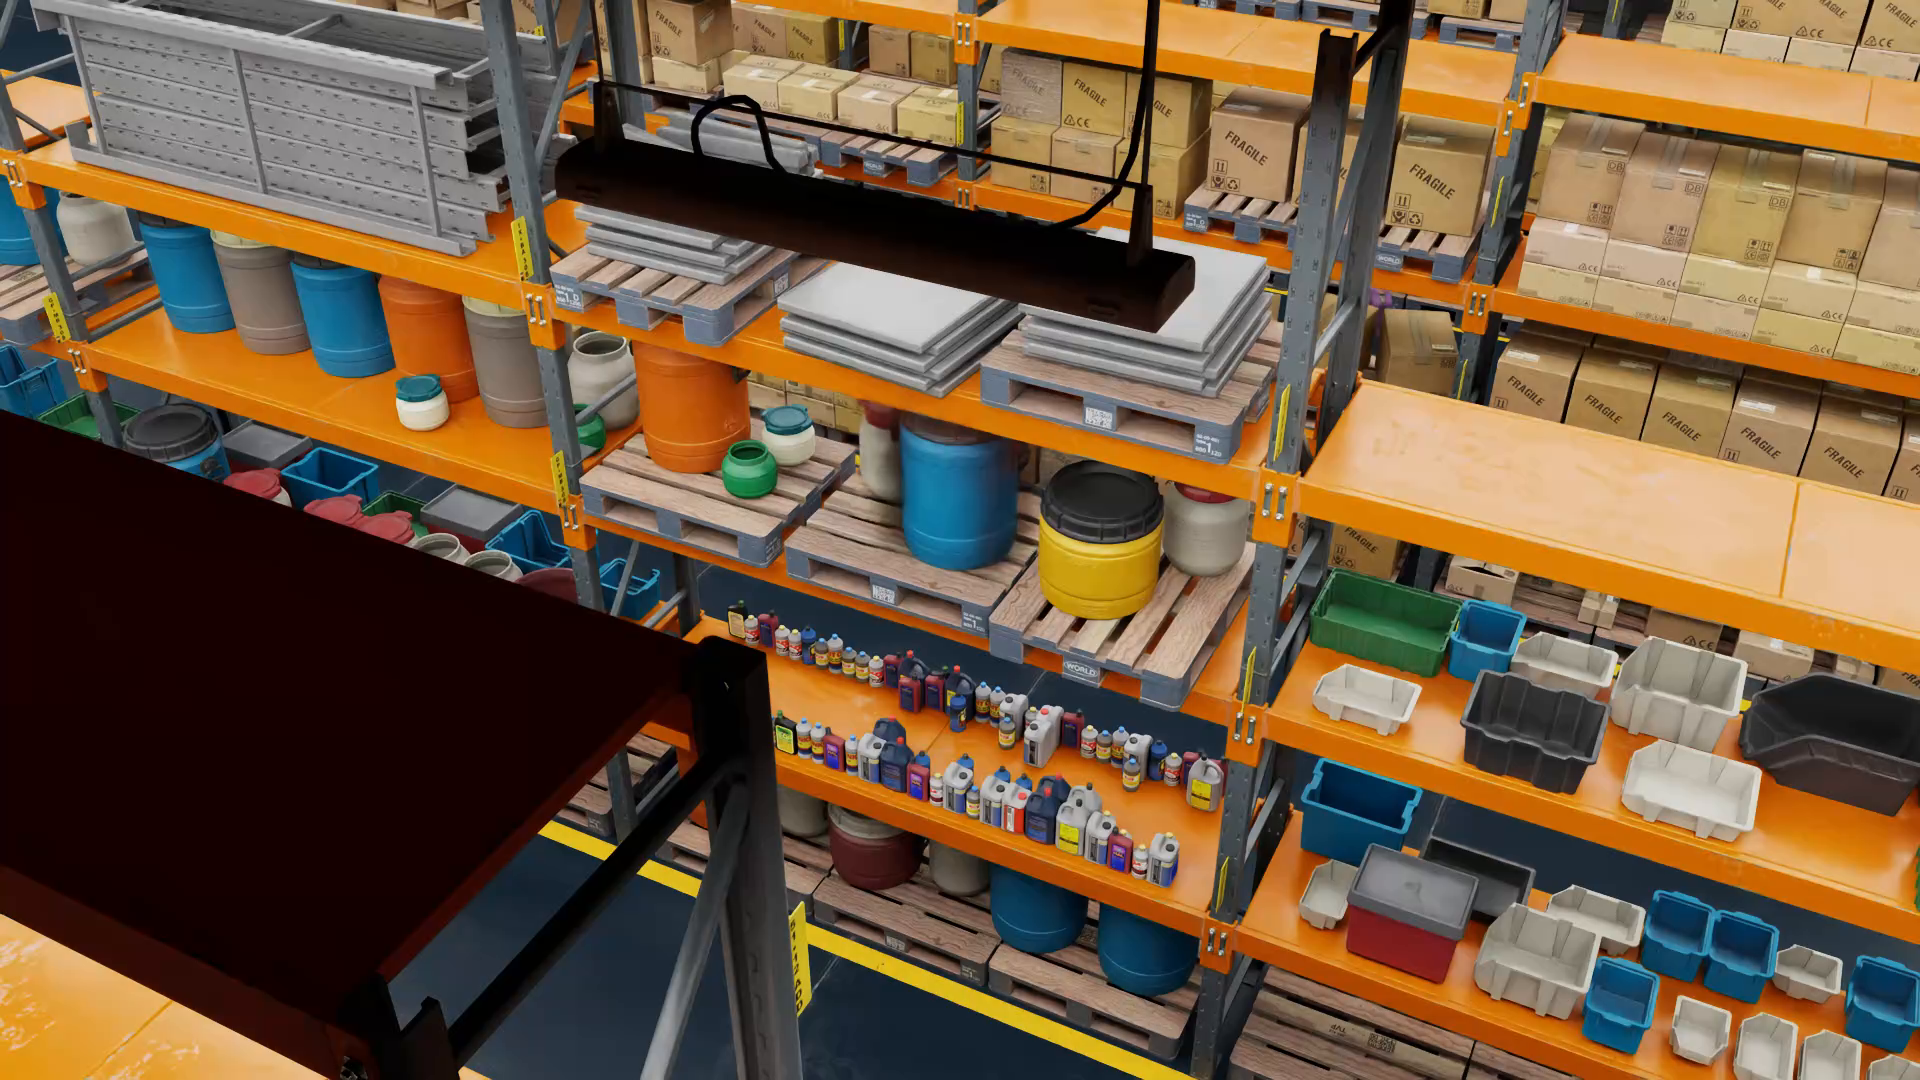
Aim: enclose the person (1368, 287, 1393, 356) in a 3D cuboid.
[{"bbox_3d":[3.668,-1.882,15.154,0.469,1.583,0.445,24,42,30],"label":"person"}]
